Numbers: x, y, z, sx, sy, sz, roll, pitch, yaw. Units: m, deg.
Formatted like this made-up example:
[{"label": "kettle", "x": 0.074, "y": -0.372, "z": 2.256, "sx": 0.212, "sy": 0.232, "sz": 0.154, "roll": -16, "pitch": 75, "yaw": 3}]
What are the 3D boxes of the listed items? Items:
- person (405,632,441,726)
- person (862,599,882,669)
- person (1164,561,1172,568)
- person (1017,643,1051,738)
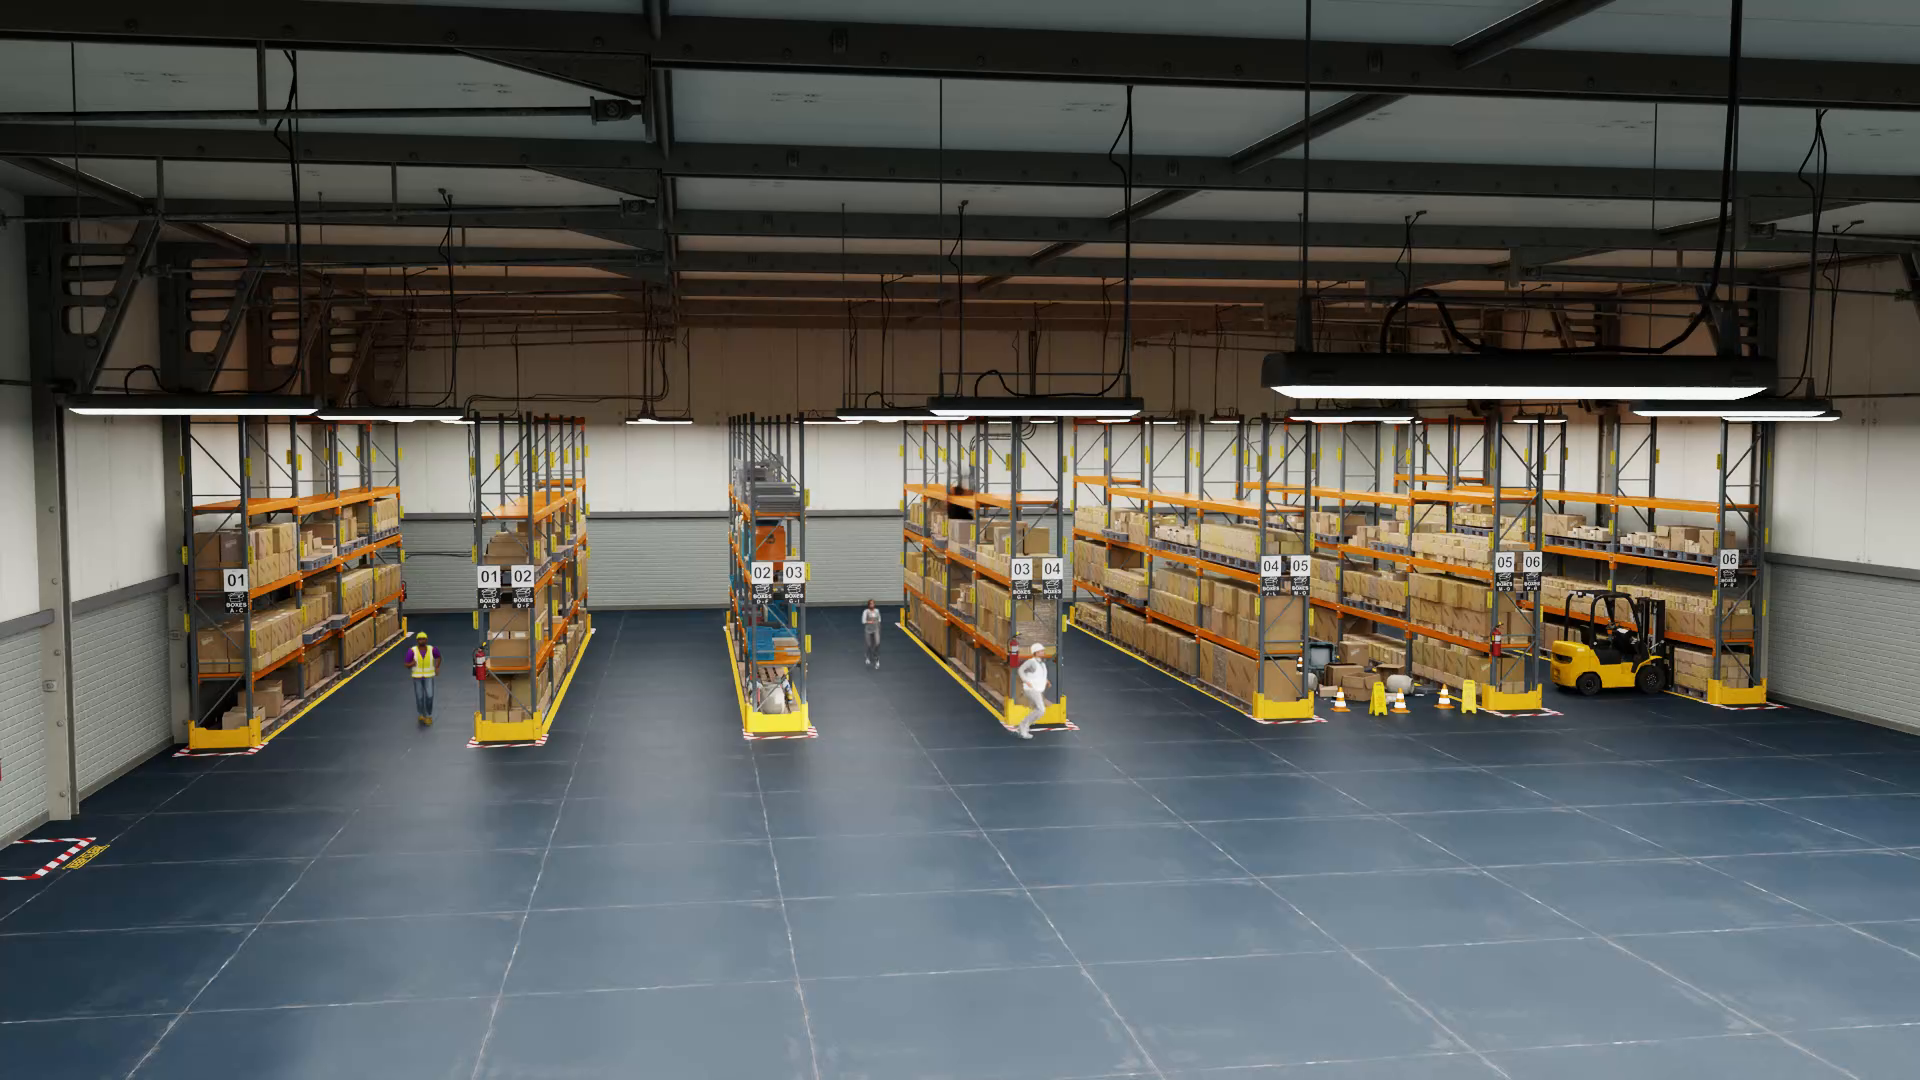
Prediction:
[{"label": "person", "x": -10.311, "y": 2.674, "z": 31.953, "sx": 0.673, "sy": 1.811, "sz": 0.706, "roll": -1, "pitch": 4, "yaw": -18}, {"label": "person", "x": -2.099, "y": 2.222, "z": 39.600, "sx": 0.507, "sy": 1.642, "sz": 0.741, "roll": -1, "pitch": 4, "yaw": -16}, {"label": "person", "x": 6.361, "y": 1.472, "z": 50.319, "sx": 0.856, "sy": 1.697, "sz": 0.581, "roll": 0, "pitch": 4, "yaw": -5}, {"label": "person", "x": 1.387, "y": 2.774, "z": 30.673, "sx": 0.582, "sy": 1.724, "sz": 0.710, "roll": 2, "pitch": 4, "yaw": 25}]
